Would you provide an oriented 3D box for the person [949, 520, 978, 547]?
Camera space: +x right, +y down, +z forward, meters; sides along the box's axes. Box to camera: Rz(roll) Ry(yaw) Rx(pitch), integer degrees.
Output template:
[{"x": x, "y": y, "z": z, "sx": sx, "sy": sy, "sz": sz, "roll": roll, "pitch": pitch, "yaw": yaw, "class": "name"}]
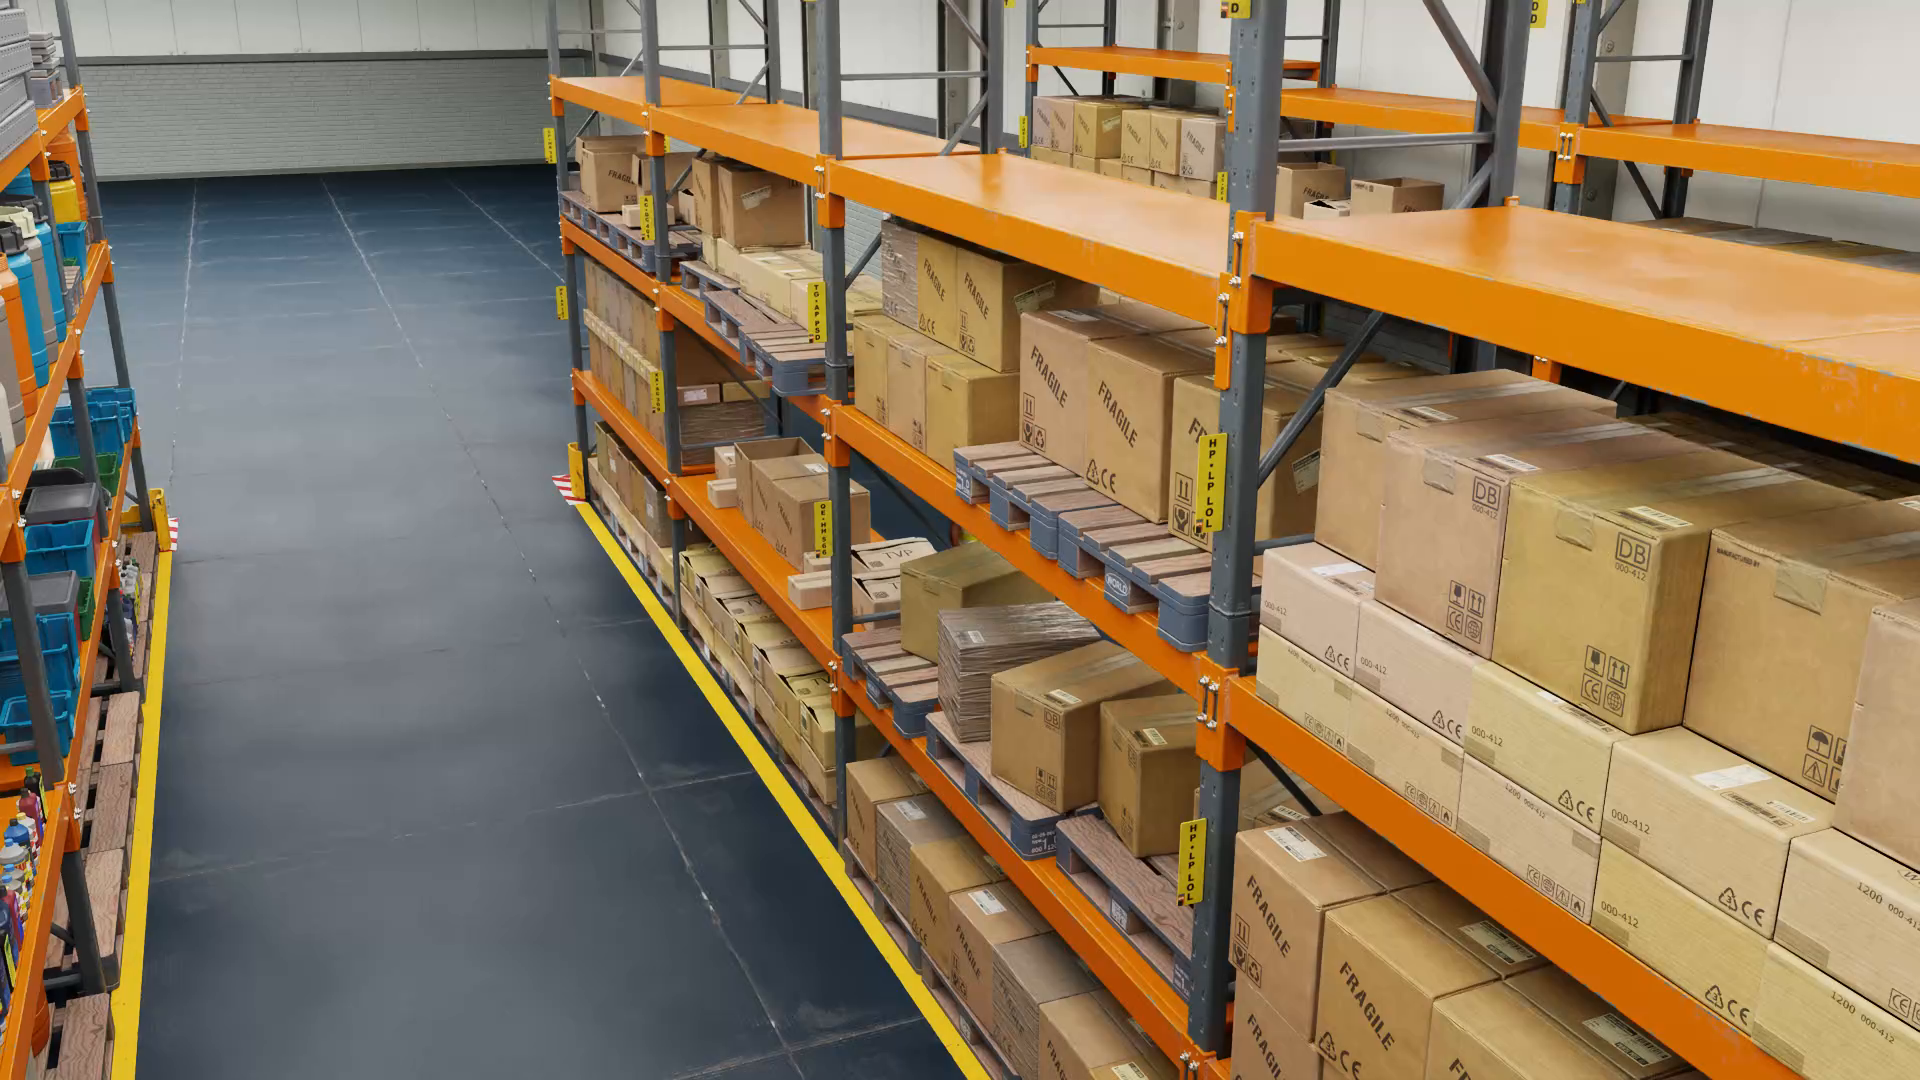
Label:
[{"x": 0.224, "y": 0.093, "z": 12.565, "sx": 0.632, "sy": 1.760, "sz": 0.463, "roll": -8, "pitch": 20, "yaw": -22, "class": "person"}]
